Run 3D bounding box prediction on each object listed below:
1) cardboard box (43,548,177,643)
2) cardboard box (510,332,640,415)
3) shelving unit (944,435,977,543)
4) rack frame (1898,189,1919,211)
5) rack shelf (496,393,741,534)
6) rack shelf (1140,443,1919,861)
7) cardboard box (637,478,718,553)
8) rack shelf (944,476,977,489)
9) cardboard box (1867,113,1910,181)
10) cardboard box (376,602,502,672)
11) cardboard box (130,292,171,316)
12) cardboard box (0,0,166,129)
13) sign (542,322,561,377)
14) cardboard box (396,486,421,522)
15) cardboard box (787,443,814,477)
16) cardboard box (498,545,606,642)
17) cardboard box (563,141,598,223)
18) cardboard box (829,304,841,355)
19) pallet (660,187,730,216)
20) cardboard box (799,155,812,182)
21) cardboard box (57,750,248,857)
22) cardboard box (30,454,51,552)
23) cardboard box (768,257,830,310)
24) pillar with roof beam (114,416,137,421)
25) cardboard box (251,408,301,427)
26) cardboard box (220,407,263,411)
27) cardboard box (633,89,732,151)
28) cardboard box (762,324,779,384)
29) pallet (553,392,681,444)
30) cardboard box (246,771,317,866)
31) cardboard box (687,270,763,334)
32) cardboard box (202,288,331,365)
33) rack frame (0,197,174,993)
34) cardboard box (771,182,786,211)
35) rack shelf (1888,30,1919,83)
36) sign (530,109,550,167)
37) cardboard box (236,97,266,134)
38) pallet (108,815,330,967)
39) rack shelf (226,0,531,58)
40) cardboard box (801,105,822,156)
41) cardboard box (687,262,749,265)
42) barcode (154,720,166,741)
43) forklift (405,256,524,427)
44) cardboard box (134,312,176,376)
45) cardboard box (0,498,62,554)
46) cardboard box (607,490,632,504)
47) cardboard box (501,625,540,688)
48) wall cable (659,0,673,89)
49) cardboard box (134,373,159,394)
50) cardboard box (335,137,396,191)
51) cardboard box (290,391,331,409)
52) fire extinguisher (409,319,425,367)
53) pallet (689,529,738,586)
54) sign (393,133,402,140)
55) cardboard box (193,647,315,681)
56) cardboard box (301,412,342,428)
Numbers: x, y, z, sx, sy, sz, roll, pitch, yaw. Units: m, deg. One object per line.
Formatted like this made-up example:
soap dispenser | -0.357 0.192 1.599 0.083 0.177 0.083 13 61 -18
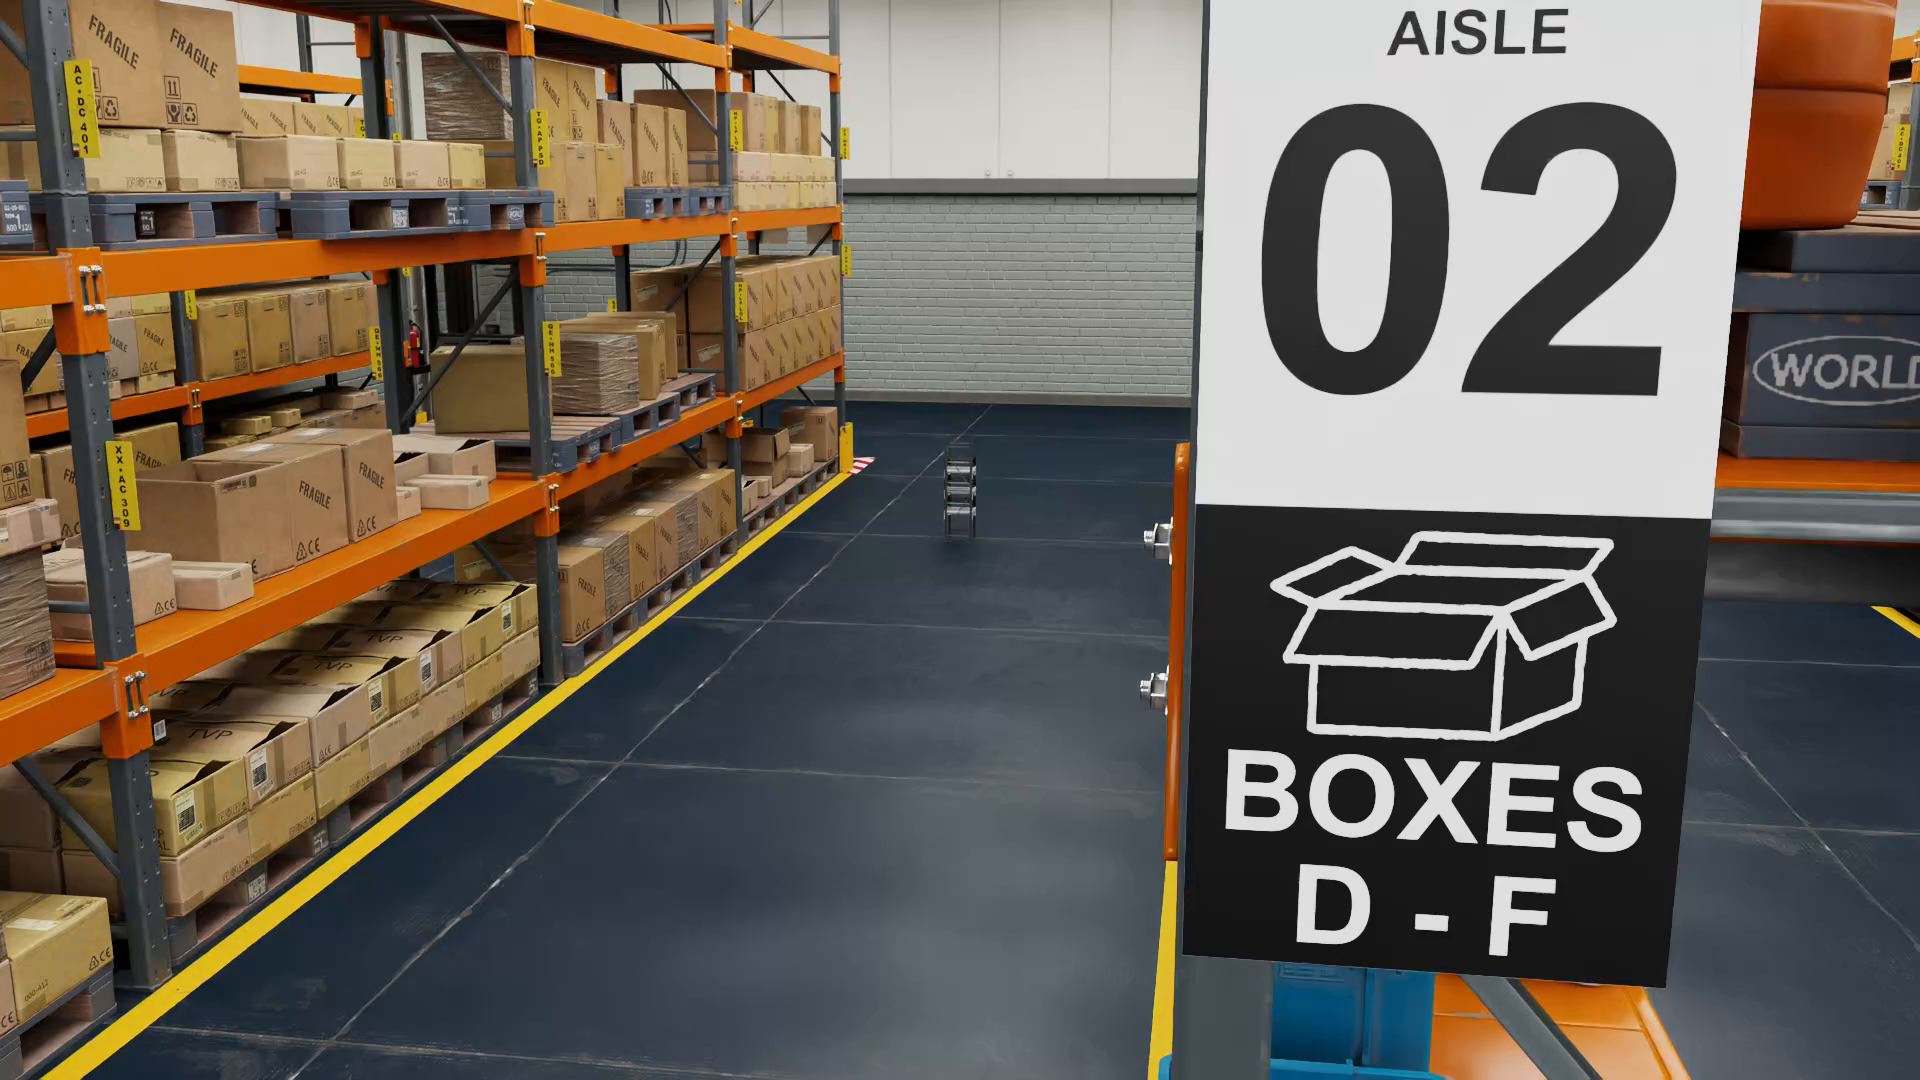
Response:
cardboard box | -3.557 0.217 6.721 0.500 0.250 0.500 3 12 12
cardboard box | -2.660 -1.158 11.512 0.700 0.500 0.500 4 13 19
shelving unit | 0.001 -0.442 14.406 0.258 0.900 0.210 2 12 9
rack frame | 7.429 -1.096 12.457 1.000 3.000 0.127 2 12 9
rack shelf | -2.667 -0.649 12.094 1.077 0.370 4.000 2 12 9
rack shelf | 0.997 -0.289 3.303 1.077 0.370 4.000 2 12 9
cardboard box | -2.236 -0.196 13.171 0.500 0.500 0.500 2 12 9
rack shelf | 0.001 -0.497 14.394 0.258 0.077 0.200 2 12 9
cardboard box | 7.490 -3.030 12.841 0.700 0.500 0.500 1 12 5
cardboard box | -2.885 0.505 9.227 0.500 0.311 0.500 2 12 8
cardboard box | -7.074 -2.042 14.079 0.500 0.250 0.500 2 12 10
cardboard box | -3.456 -1.844 6.389 0.500 0.500 0.500 2 12 9
sign | -2.425 -1.133 9.884 0.100 0.325 0.005 2 12 9
cardboard box | -3.115 -0.195 8.873 0.380 0.149 0.250 3 12 13
cardboard box | -1.760 -0.803 16.582 0.500 0.250 0.500 2 12 9
cardboard box | -2.622 0.337 10.700 0.500 0.500 0.500 2 12 11
cardboard box | -2.862 -2.298 10.679 0.910 0.500 0.500 2 12 9
cardboard box | -1.544 -2.197 17.330 0.500 0.500 0.500 2 12 10
pallet | -2.529 -2.658 13.035 1.213 0.211 1.003 2 12 9
cardboard box | -1.728 -3.564 15.961 0.500 0.250 0.500 2 12 9
cardboard box | -3.280 1.035 6.771 0.500 0.311 0.500 2 12 9
cardboard box | -7.486 -0.230 12.546 0.750 0.750 0.750 2 12 8
cardboard box | -1.618 -2.581 16.739 0.500 0.500 0.500 2 12 10
pillar with roof beam | -3.748 -4.544 14.218 9.100 9.000 0.400 2 12 9
cardboard box | -6.725 -1.204 16.357 0.380 0.149 0.250 2 12 7
cardboard box | -7.098 -1.223 16.447 0.380 0.149 0.250 2 12 9
cardboard box | -2.322 -3.524 13.994 0.700 0.500 0.500 2 12 9
cardboard box | -1.936 -1.670 14.886 0.500 0.500 0.500 2 12 10
pallet | -2.680 -0.896 11.986 1.003 0.211 1.213 2 12 9
cardboard box | -3.203 1.204 7.314 0.500 0.250 0.500 2 12 10
cardboard box | -2.009 -2.044 14.247 0.500 0.500 0.500 2 12 10
cardboard box | -6.935 -2.140 16.590 0.980 0.700 0.700 1 12 6
rack frame | -3.590 0.248 6.223 1.000 3.000 0.127 2 12 9
cardboard box | -1.881 -3.112 15.048 0.500 0.250 0.500 2 12 9
rack shelf | 7.736 -3.897 13.875 1.077 0.370 4.000 2 12 9
sign | -2.427 -2.323 9.616 0.100 0.325 0.005 2 12 9
cardboard box | -6.795 -3.837 15.401 0.500 0.500 0.500 2 12 7
pallet | -3.515 1.456 7.234 1.003 0.211 1.213 2 12 9
rack shelf | -3.282 -2.554 7.641 1.077 0.370 4.000 2 12 9
cardboard box | -1.807 -4.147 16.883 0.700 0.500 0.500 2 12 9
cardboard box | -2.305 -2.385 15.830 0.500 0.500 0.500 2 12 8
barcode | -3.139 0.746 6.523 0.001 0.075 0.075 2 12 9
forklift | -4.637 -1.769 15.743 1.130 2.935 3.031 3 12 12
cardboard box | -7.076 -1.677 14.164 0.500 0.500 0.500 2 12 8
cardboard box | -3.420 -0.054 5.849 0.380 0.149 0.250 2 12 9
cardboard box | -2.830 -0.103 12.738 0.500 0.500 0.500 2 12 9
cardboard box | -2.814 0.672 9.787 0.500 0.250 0.500 2 12 10
wall cable | -2.743 -7.372 22.721 3.097 2.526 0.112 2 12 9
cardboard box | -7.042 -1.331 14.099 0.380 0.149 0.250 2 12 10
cardboard box | -3.151 -1.858 8.236 0.500 0.250 0.500 2 12 8
cardboard box | -6.904 -1.488 17.676 0.380 0.149 0.250 2 12 9
fire extinguisher | -6.160 -2.206 18.679 0.296 0.674 0.183 2 12 9
pallet | -2.447 0.116 13.453 1.003 0.211 1.213 2 12 9
sign | -6.105 -4.250 18.059 0.100 0.325 0.005 2 12 9
cardboard box | -3.577 0.702 8.314 0.500 0.311 0.500 2 12 8
cardboard box | -6.802 -1.035 17.114 0.700 0.500 0.500 1 12 7
